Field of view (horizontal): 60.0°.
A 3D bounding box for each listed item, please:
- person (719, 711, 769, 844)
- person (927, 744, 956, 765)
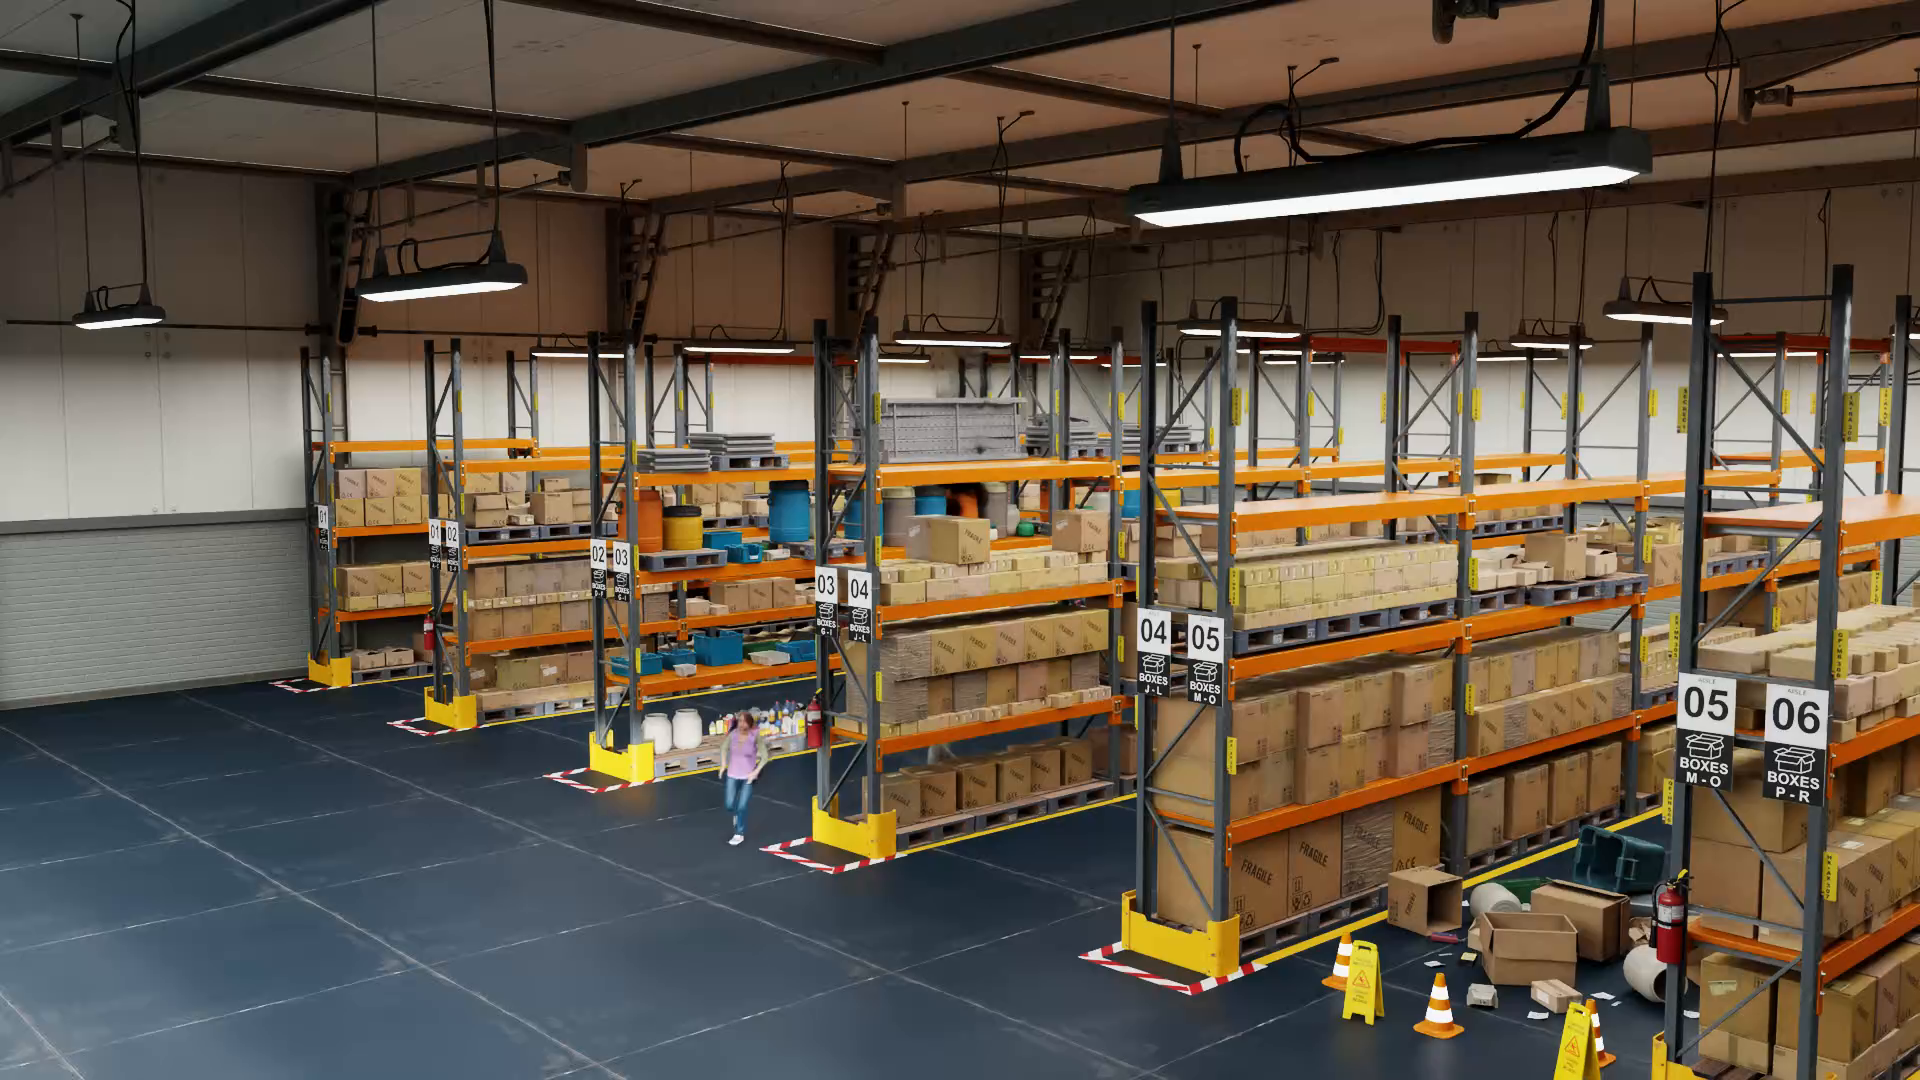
[{"bbox_3d":[-2.481,2.716,19.167,0.591,1.541,0.514,1,5,10],"label":"person"},{"bbox_3d":[-0.305,2.338,21.793,0.659,1.791,0.967,4,7,40],"label":"person"}]
